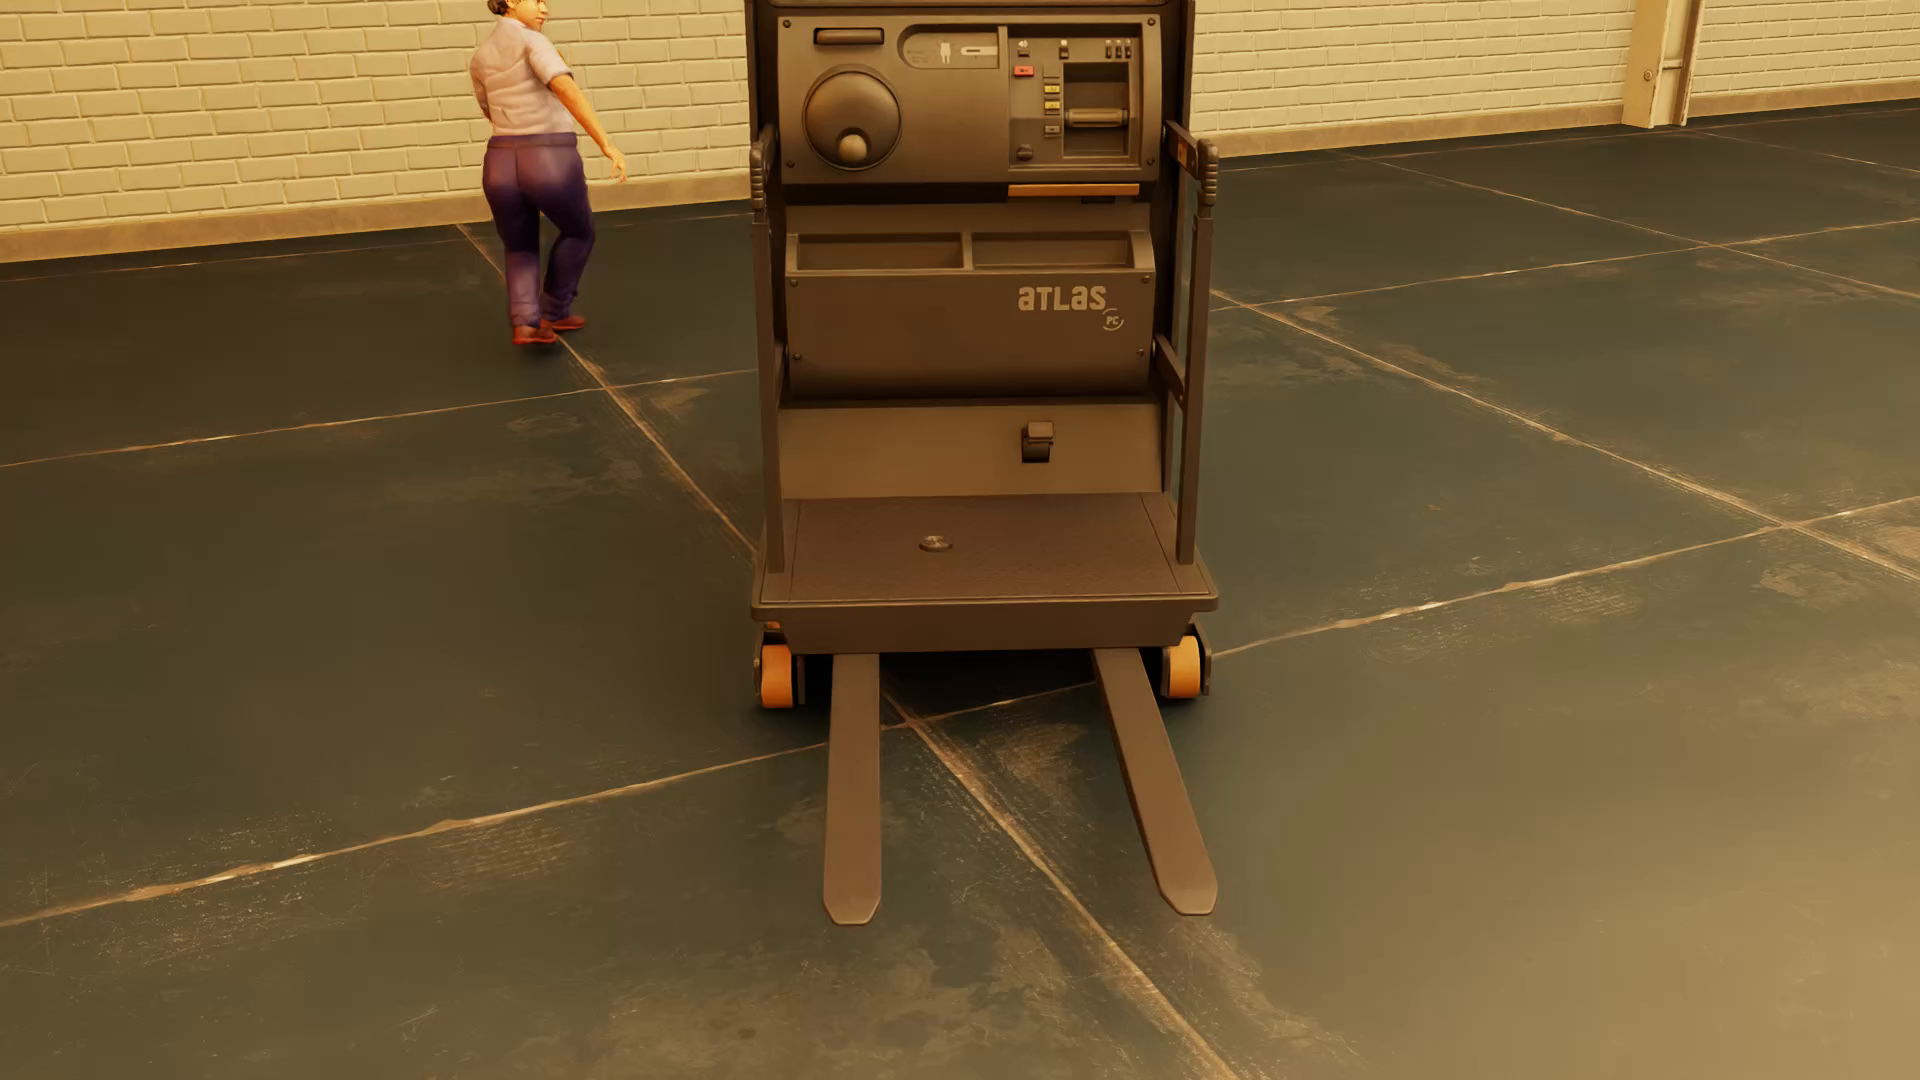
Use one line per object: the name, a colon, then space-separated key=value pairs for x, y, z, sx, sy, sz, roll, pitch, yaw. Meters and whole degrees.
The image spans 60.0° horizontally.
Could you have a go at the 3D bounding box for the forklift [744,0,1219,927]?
forklift: x=0.038 y=-1.062 z=3.843 sx=1.130 sy=2.935 sz=3.031 roll=-1 pitch=23 yaw=-3

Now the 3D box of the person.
person: x=-1.654 y=-1.546 z=6.903 sx=0.776 sy=1.522 sz=0.800 roll=6 pitch=23 yaw=14
